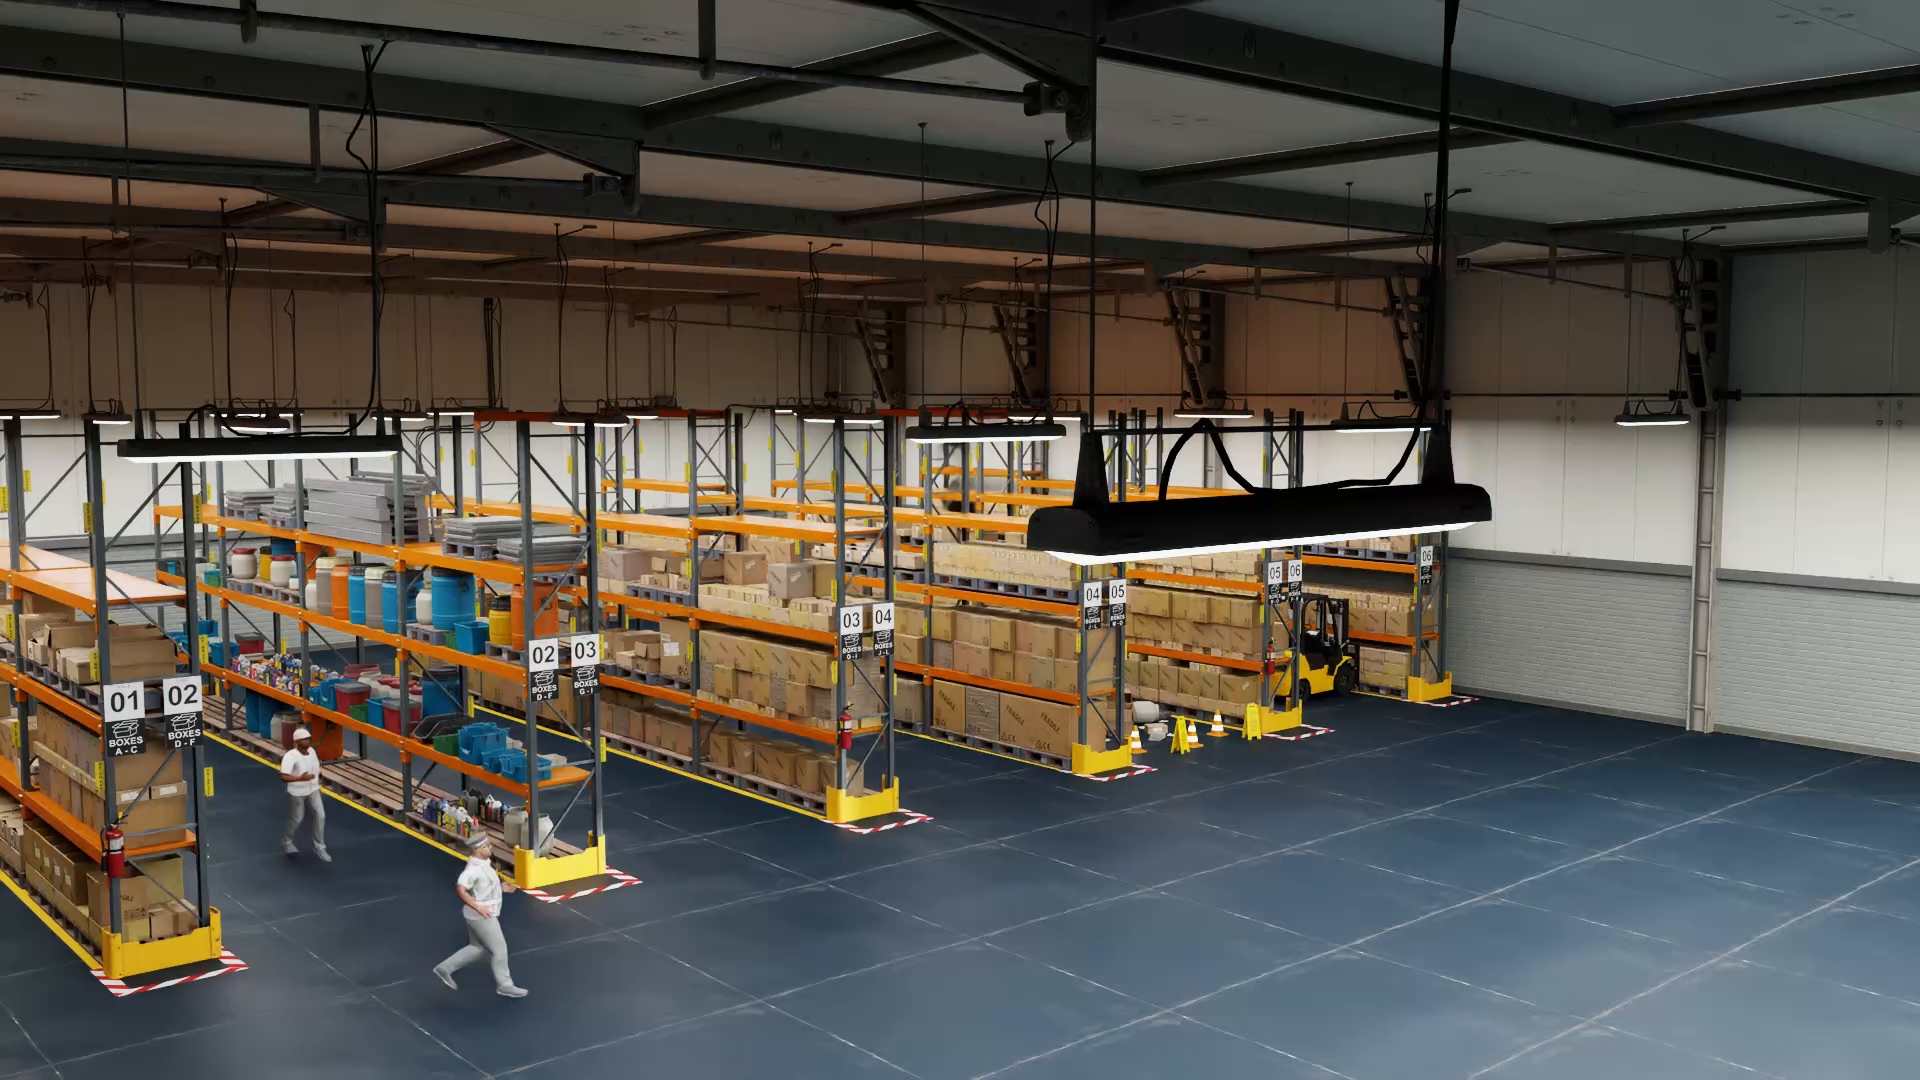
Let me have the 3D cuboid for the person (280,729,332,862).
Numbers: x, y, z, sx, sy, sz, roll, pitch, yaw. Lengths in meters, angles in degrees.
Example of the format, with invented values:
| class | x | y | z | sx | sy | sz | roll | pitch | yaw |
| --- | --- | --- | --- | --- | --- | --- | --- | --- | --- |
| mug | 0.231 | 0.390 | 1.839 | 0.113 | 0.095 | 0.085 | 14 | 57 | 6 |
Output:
| class | x | y | z | sx | sy | sz | roll | pitch | yaw |
| --- | --- | --- | --- | --- | --- | --- | --- | --- | --- |
| person | -8.958 | 3.439 | 22.602 | 0.807 | 1.779 | 0.679 | 3 | 6 | 32 |

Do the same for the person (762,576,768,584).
| class | x | y | z | sx | sy | sz | roll | pitch | yaw |
| --- | --- | --- | --- | --- | --- | --- | --- | --- | --- |
| person | -5.307 | 1.549 | 44.514 | 0.657 | 1.771 | 0.863 | 4 | 6 | 38 |

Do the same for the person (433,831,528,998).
| class | x | y | z | sx | sy | sz | roll | pitch | yaw |
| --- | --- | --- | --- | --- | --- | --- | --- | --- | --- |
| person | -5.021 | 3.931 | 17.378 | 0.945 | 1.780 | 0.664 | -2 | 5 | -18 |
